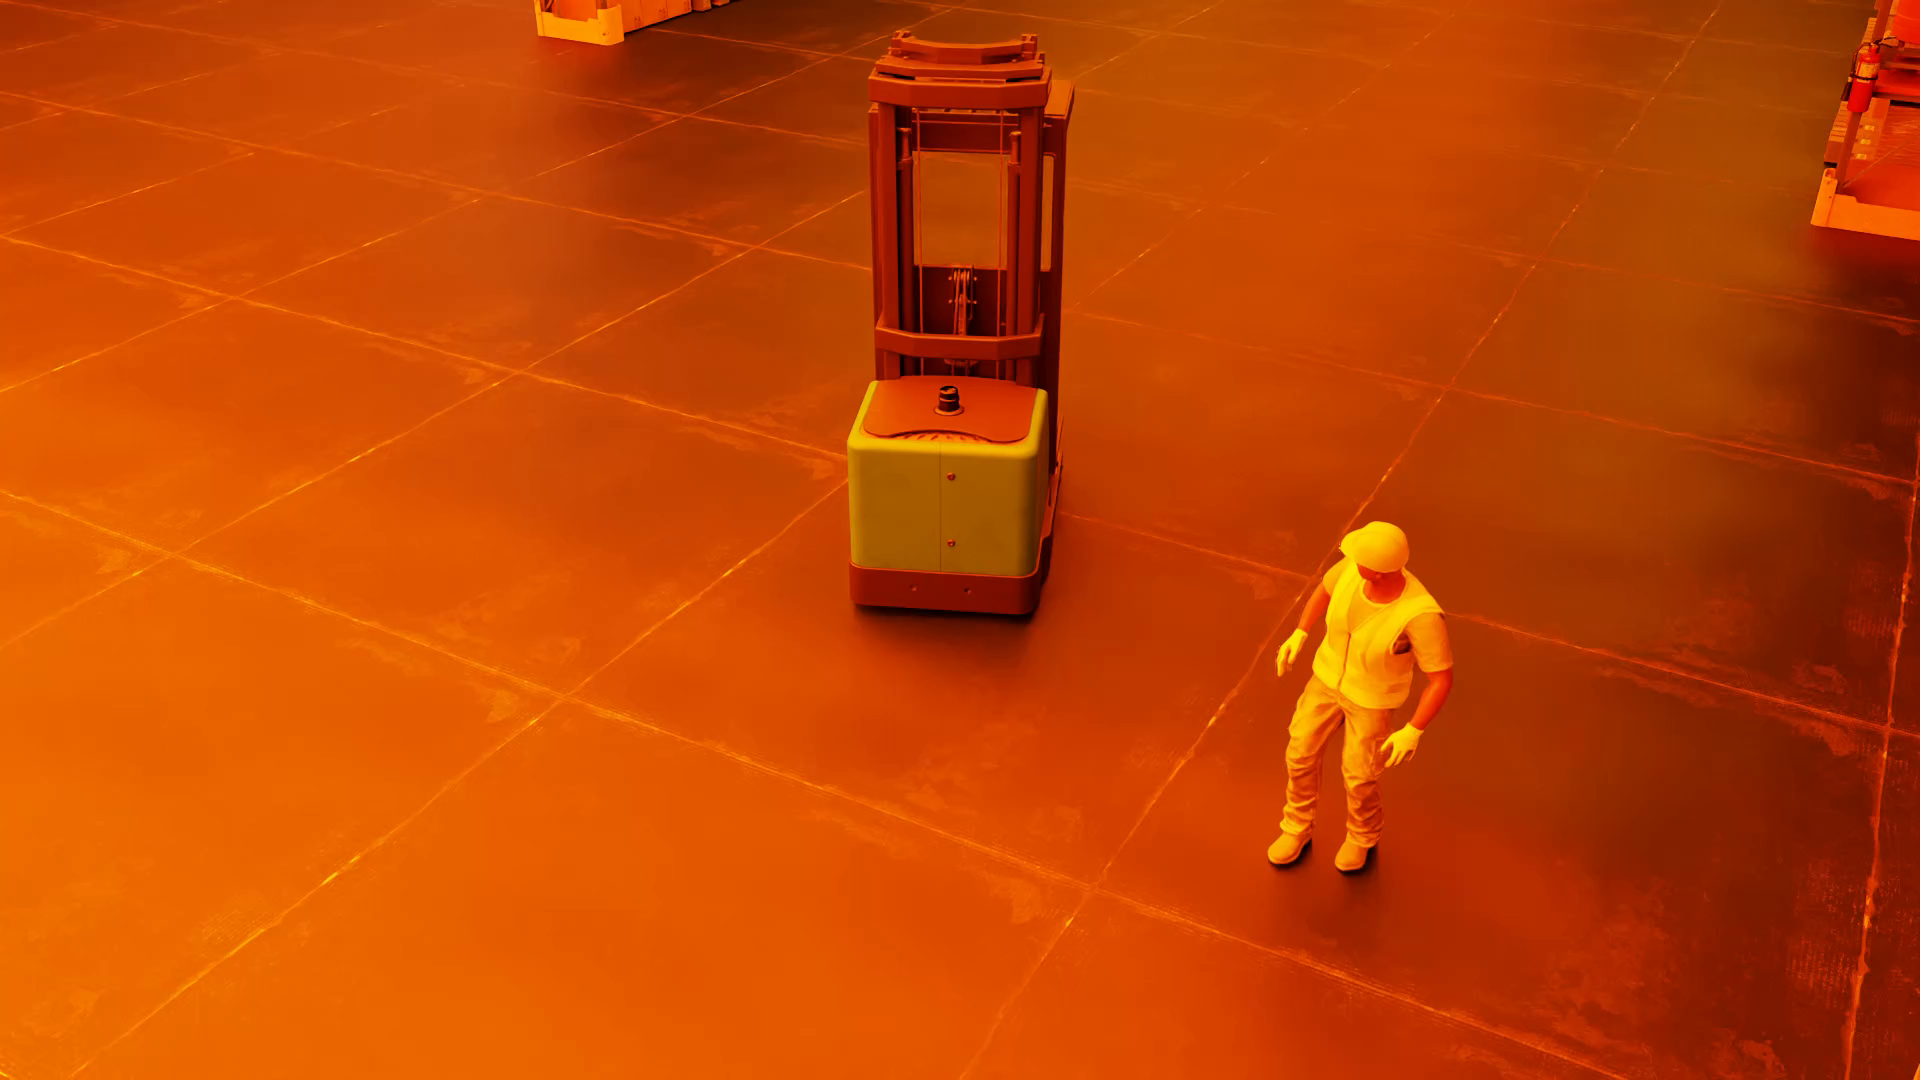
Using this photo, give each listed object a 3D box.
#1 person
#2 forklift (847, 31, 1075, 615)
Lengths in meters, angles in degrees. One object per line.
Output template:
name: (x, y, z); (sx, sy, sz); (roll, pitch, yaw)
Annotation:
person: (1.682, 0.675, 7.077); (0.518, 1.756, 0.779); (-24, 38, -35)
forklift: (0.072, -1.572, 9.794); (1.130, 2.935, 3.031); (3, 30, 6)
